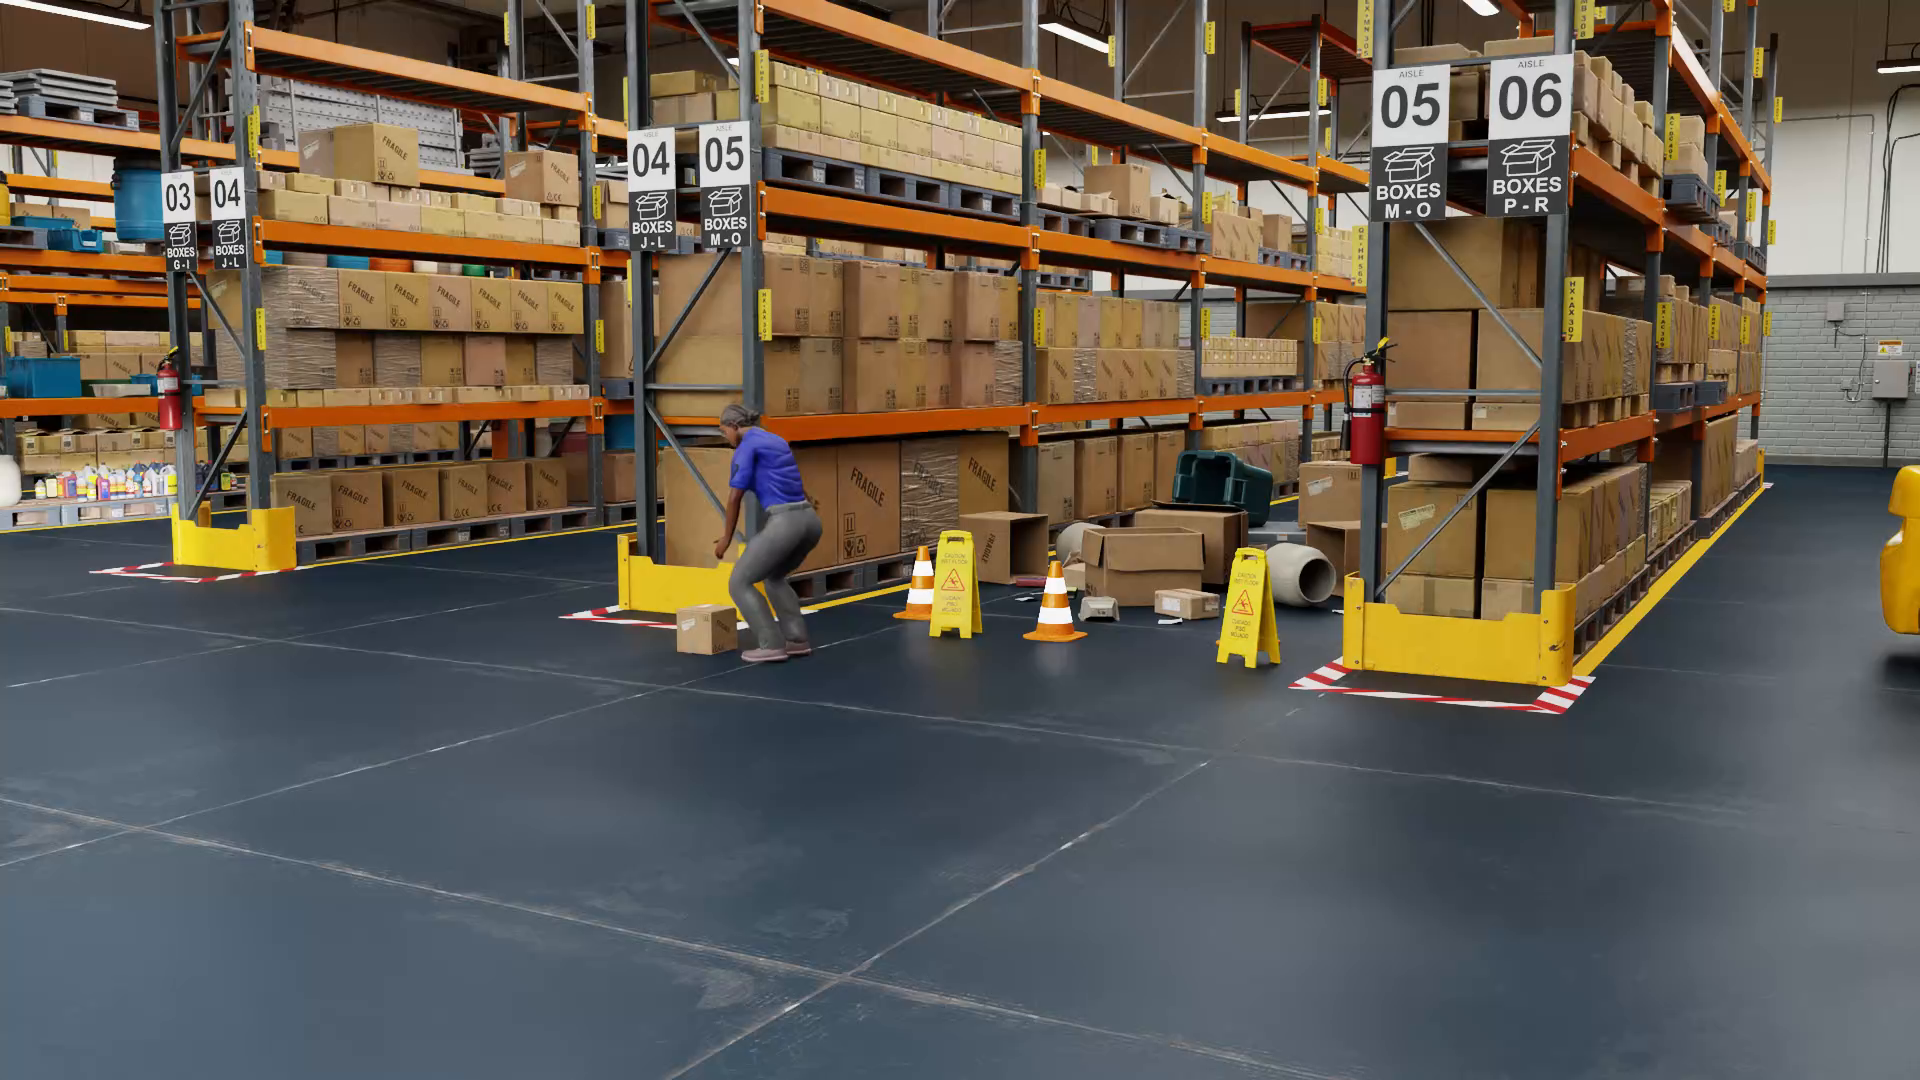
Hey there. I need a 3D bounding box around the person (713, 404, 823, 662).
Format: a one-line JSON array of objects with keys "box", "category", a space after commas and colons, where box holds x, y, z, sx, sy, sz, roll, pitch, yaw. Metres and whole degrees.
[{"box": [-1.091, -0.041, 9.365, 0.577, 1.441, 0.492, 3, 7, 29], "category": "person"}]
